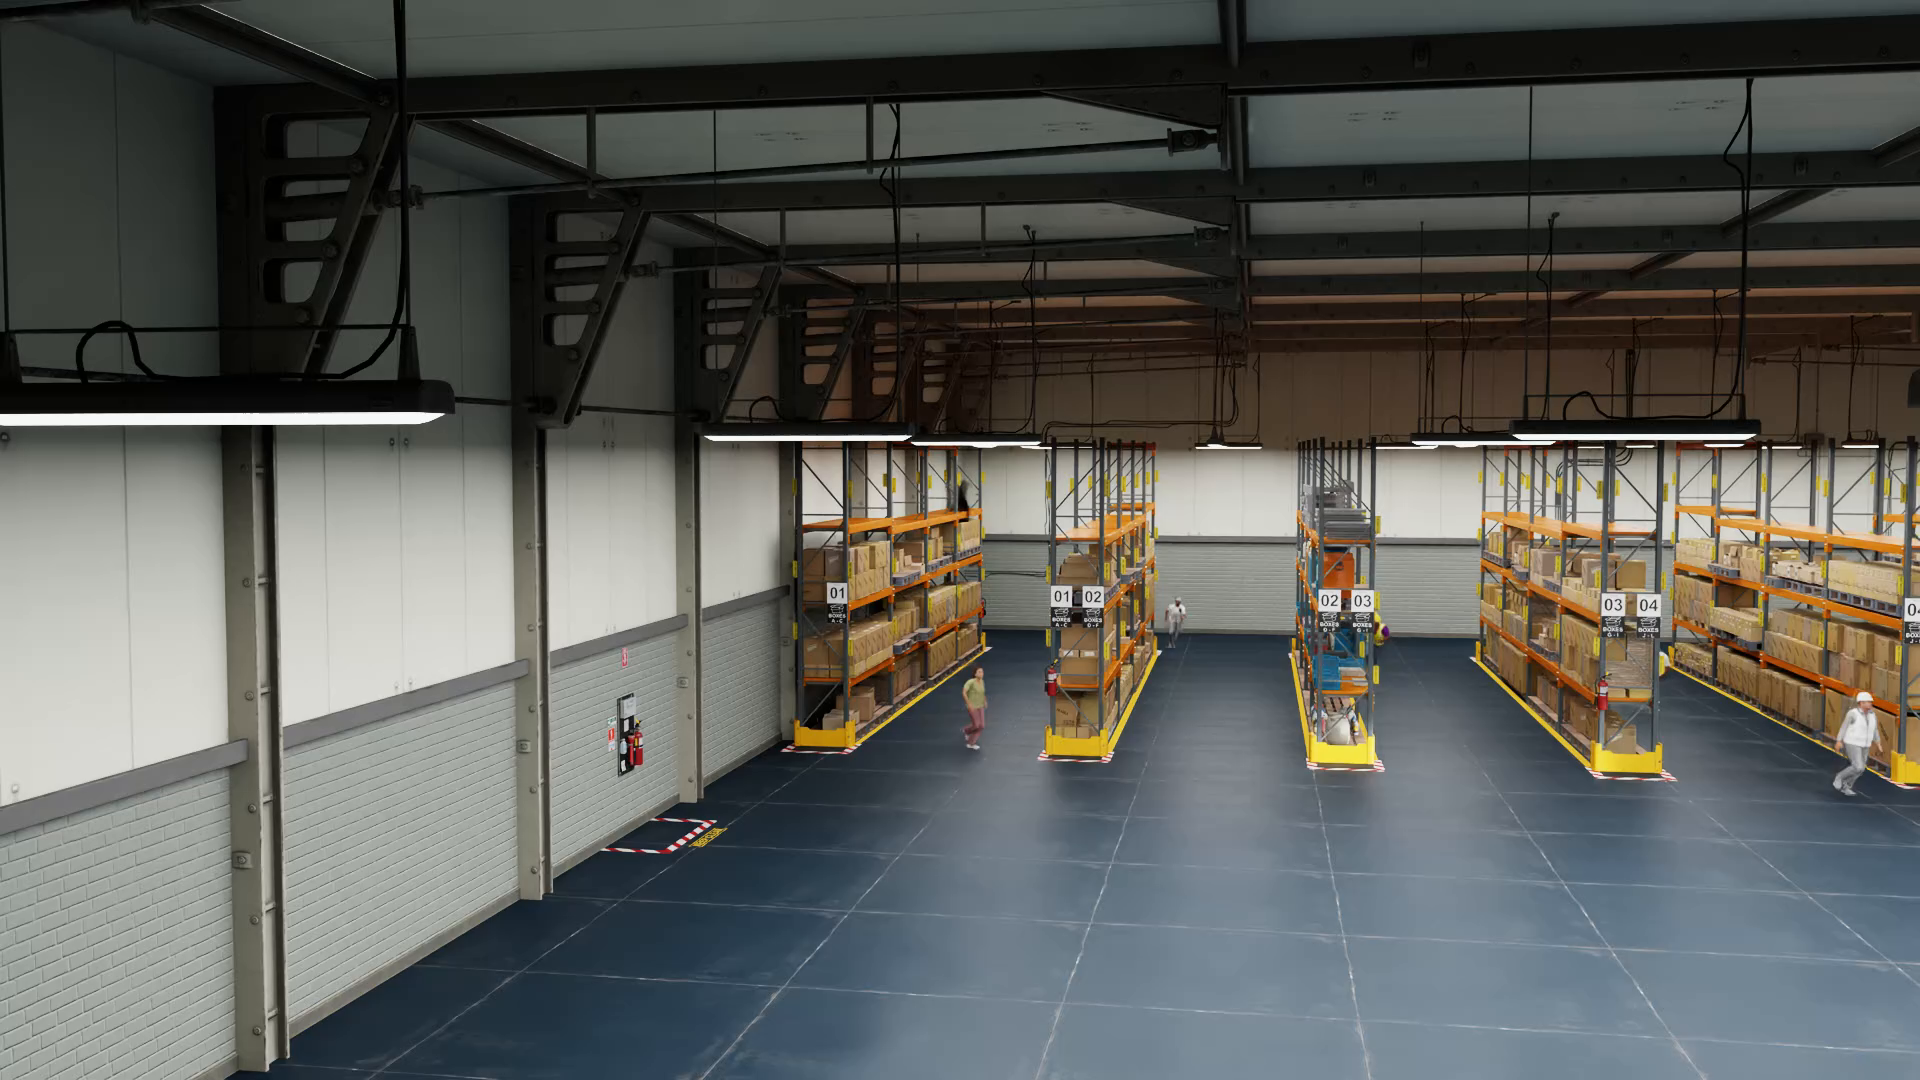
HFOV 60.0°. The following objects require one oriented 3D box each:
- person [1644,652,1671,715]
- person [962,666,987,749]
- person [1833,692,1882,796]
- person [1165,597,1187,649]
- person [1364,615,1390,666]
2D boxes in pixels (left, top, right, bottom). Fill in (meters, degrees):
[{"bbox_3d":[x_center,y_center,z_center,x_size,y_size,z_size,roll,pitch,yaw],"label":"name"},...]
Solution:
[{"bbox_3d":[15.128,2.973,36.341,0.702,1.585,1.120,1,3,18],"label":"person"},{"bbox_3d":[0.271,3.214,32.119,0.582,1.584,0.499,-2,4,-39],"label":"person"},{"bbox_3d":[14.919,3.391,27.625,0.645,1.754,0.566,-1,3,-19],"label":"person"},{"bbox_3d":[6.263,2.397,48.296,0.591,1.556,0.923,0,3,-2],"label":"person"},{"bbox_3d":[10.690,2.684,42.790,0.709,1.599,1.121,1,3,14],"label":"person"}]
